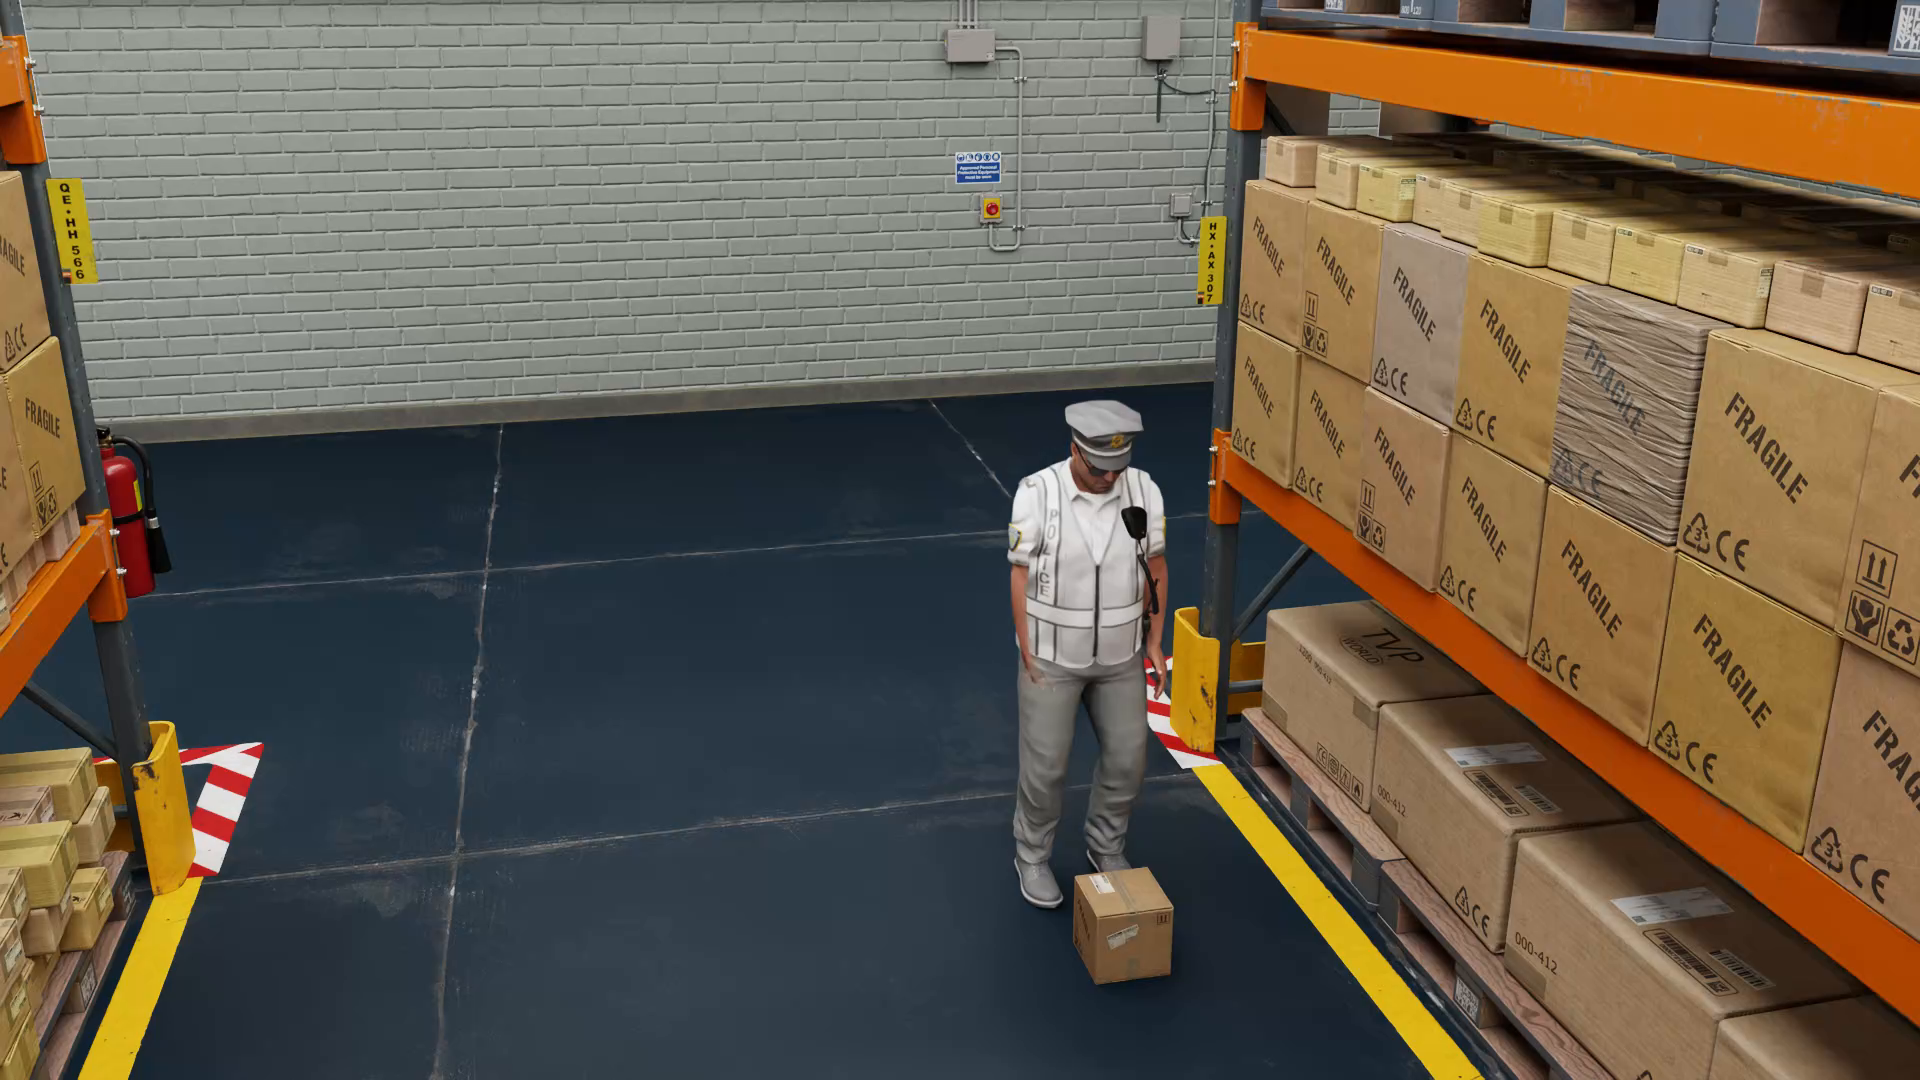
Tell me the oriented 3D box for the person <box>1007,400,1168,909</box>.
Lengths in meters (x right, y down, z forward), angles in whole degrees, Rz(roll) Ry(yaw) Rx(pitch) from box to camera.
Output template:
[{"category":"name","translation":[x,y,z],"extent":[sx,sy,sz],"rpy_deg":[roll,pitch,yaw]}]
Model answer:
[{"category":"person","translation":[0.427,0.375,5.550],"extent":[0.541,1.729,0.408],"rpy_deg":[-4,20,-12]}]
